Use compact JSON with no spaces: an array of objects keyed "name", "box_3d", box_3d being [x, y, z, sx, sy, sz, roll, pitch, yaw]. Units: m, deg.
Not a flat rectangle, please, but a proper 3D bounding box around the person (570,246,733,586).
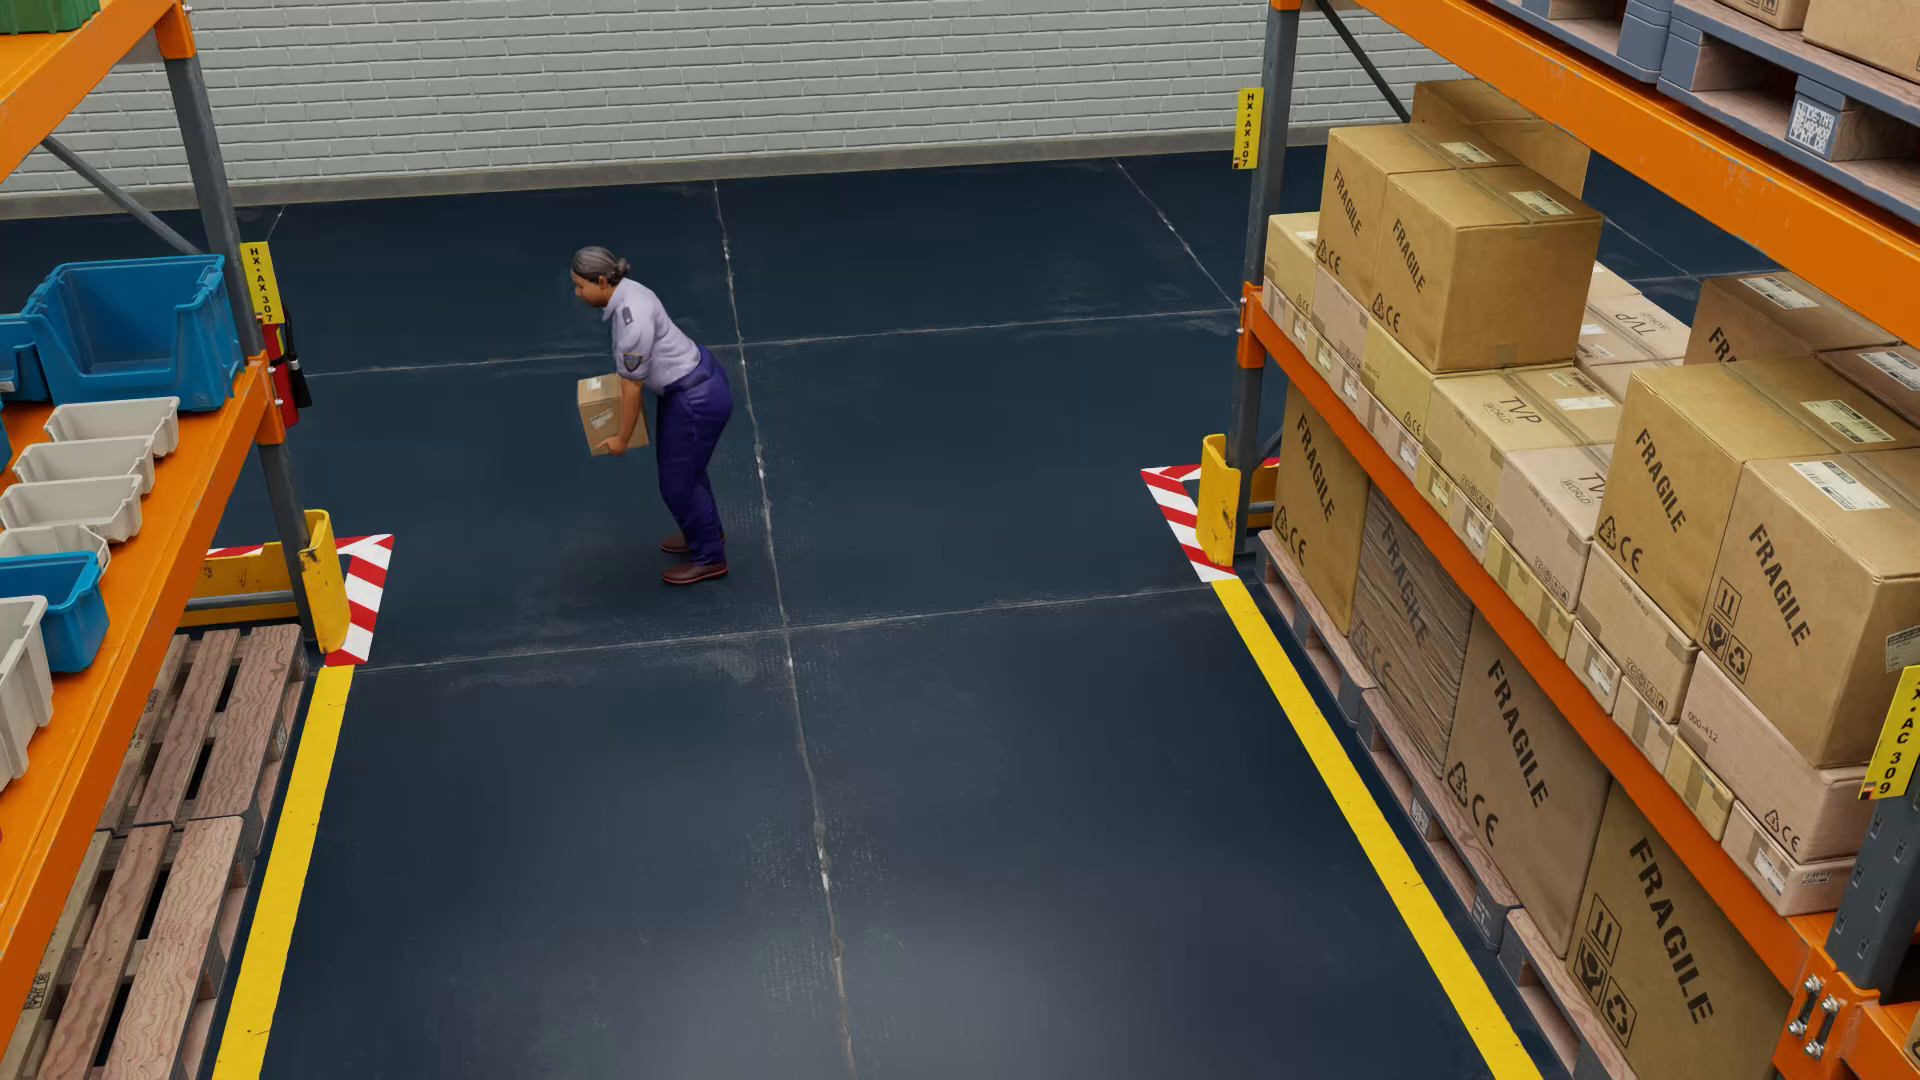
[{"name":"person","box_3d":[-1.291,-0.555,7.185,0.612,1.544,0.438,-6,31,-10]}]
